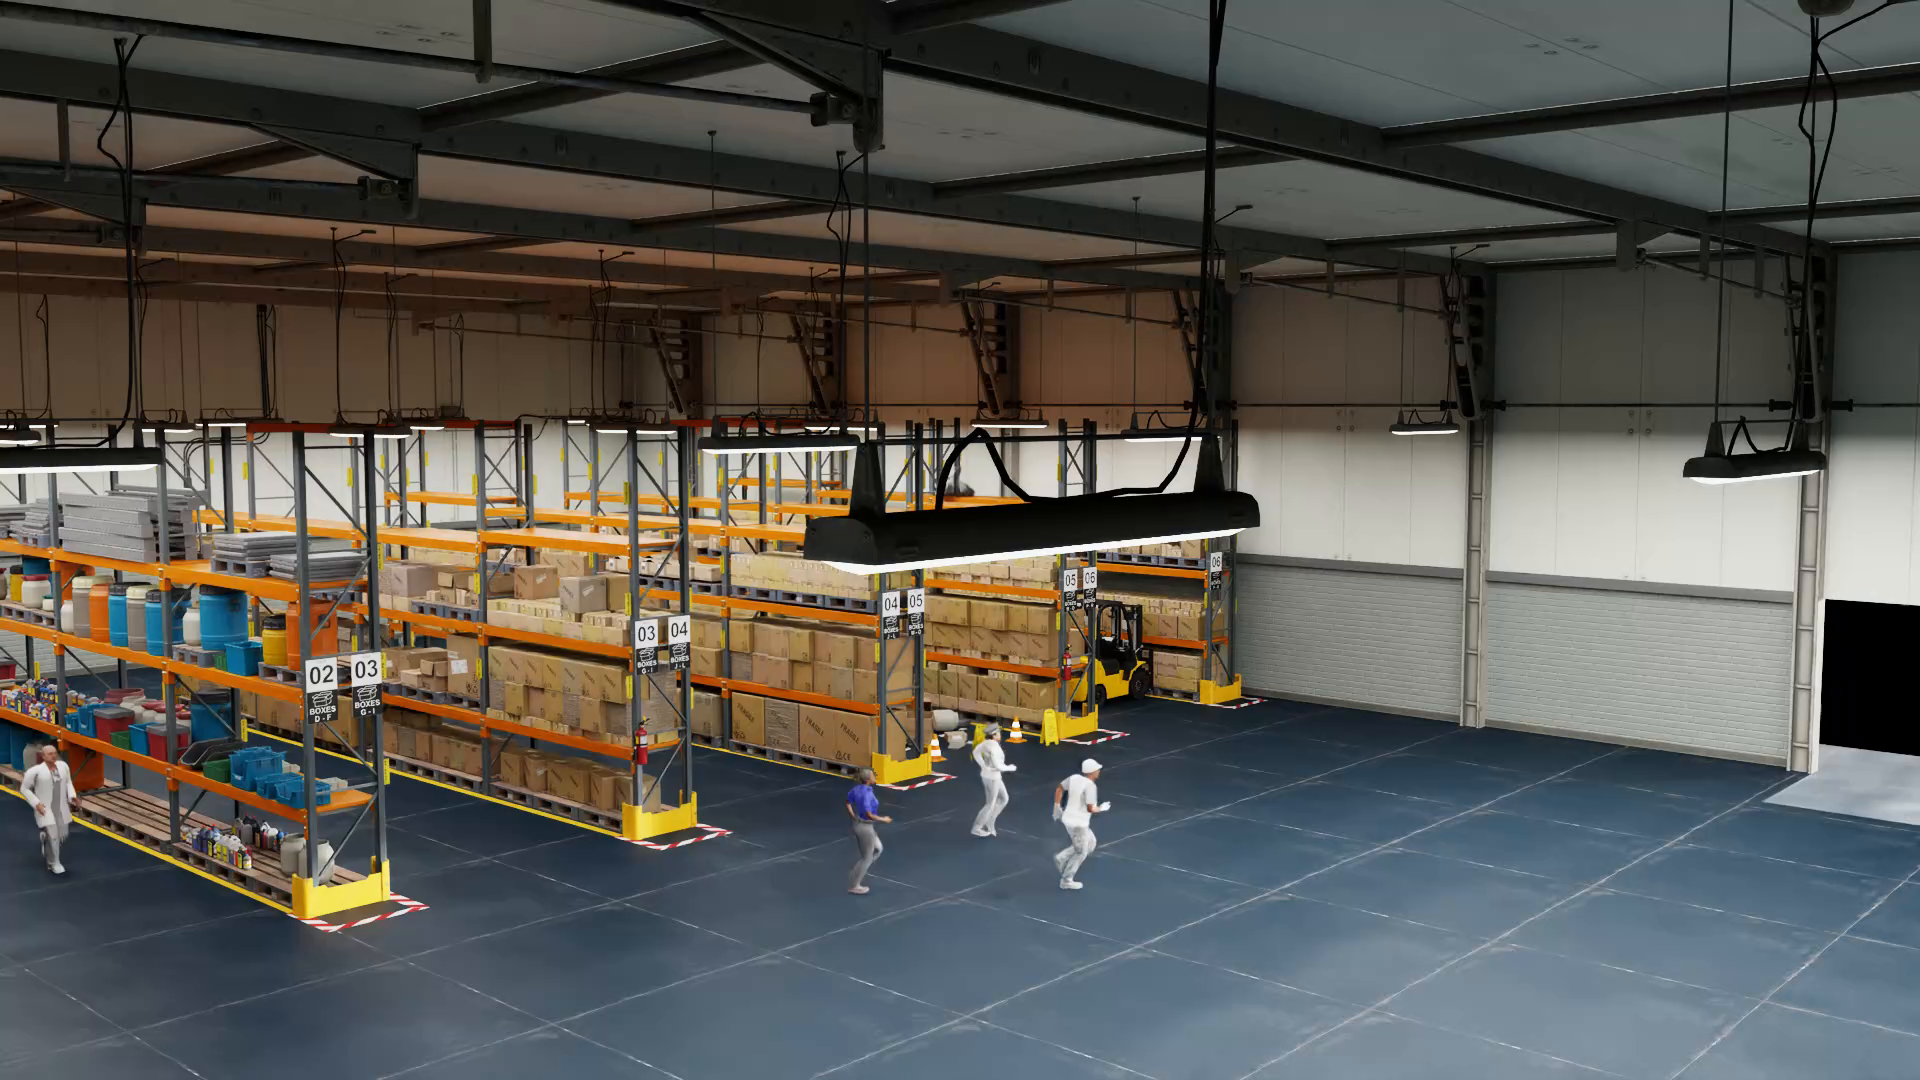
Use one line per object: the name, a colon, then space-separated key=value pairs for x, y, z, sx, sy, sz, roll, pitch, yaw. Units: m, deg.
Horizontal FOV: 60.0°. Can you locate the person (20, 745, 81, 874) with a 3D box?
person: x=-12.407 y=3.632 z=22.584 sx=0.693 sy=1.731 sz=0.694 roll=3 pitch=5 yaw=32

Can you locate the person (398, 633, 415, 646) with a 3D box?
person: x=-13.443 y=2.188 z=40.308 sx=0.854 sy=1.709 sz=0.739 roll=0 pitch=5 yaw=-1

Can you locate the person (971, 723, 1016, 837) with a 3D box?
person: x=0.481 y=3.512 z=24.322 sx=0.674 sy=1.714 sz=0.628 roll=-1 pitch=5 yaw=-10

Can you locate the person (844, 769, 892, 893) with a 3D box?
person: x=-1.182 y=3.764 z=21.530 sx=0.577 sy=1.608 sz=0.586 roll=-2 pitch=5 yaw=-18

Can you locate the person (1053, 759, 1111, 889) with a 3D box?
person: x=1.606 y=3.704 z=21.722 sx=0.723 sy=1.707 sz=0.658 roll=-1 pitch=5 yaw=-12
